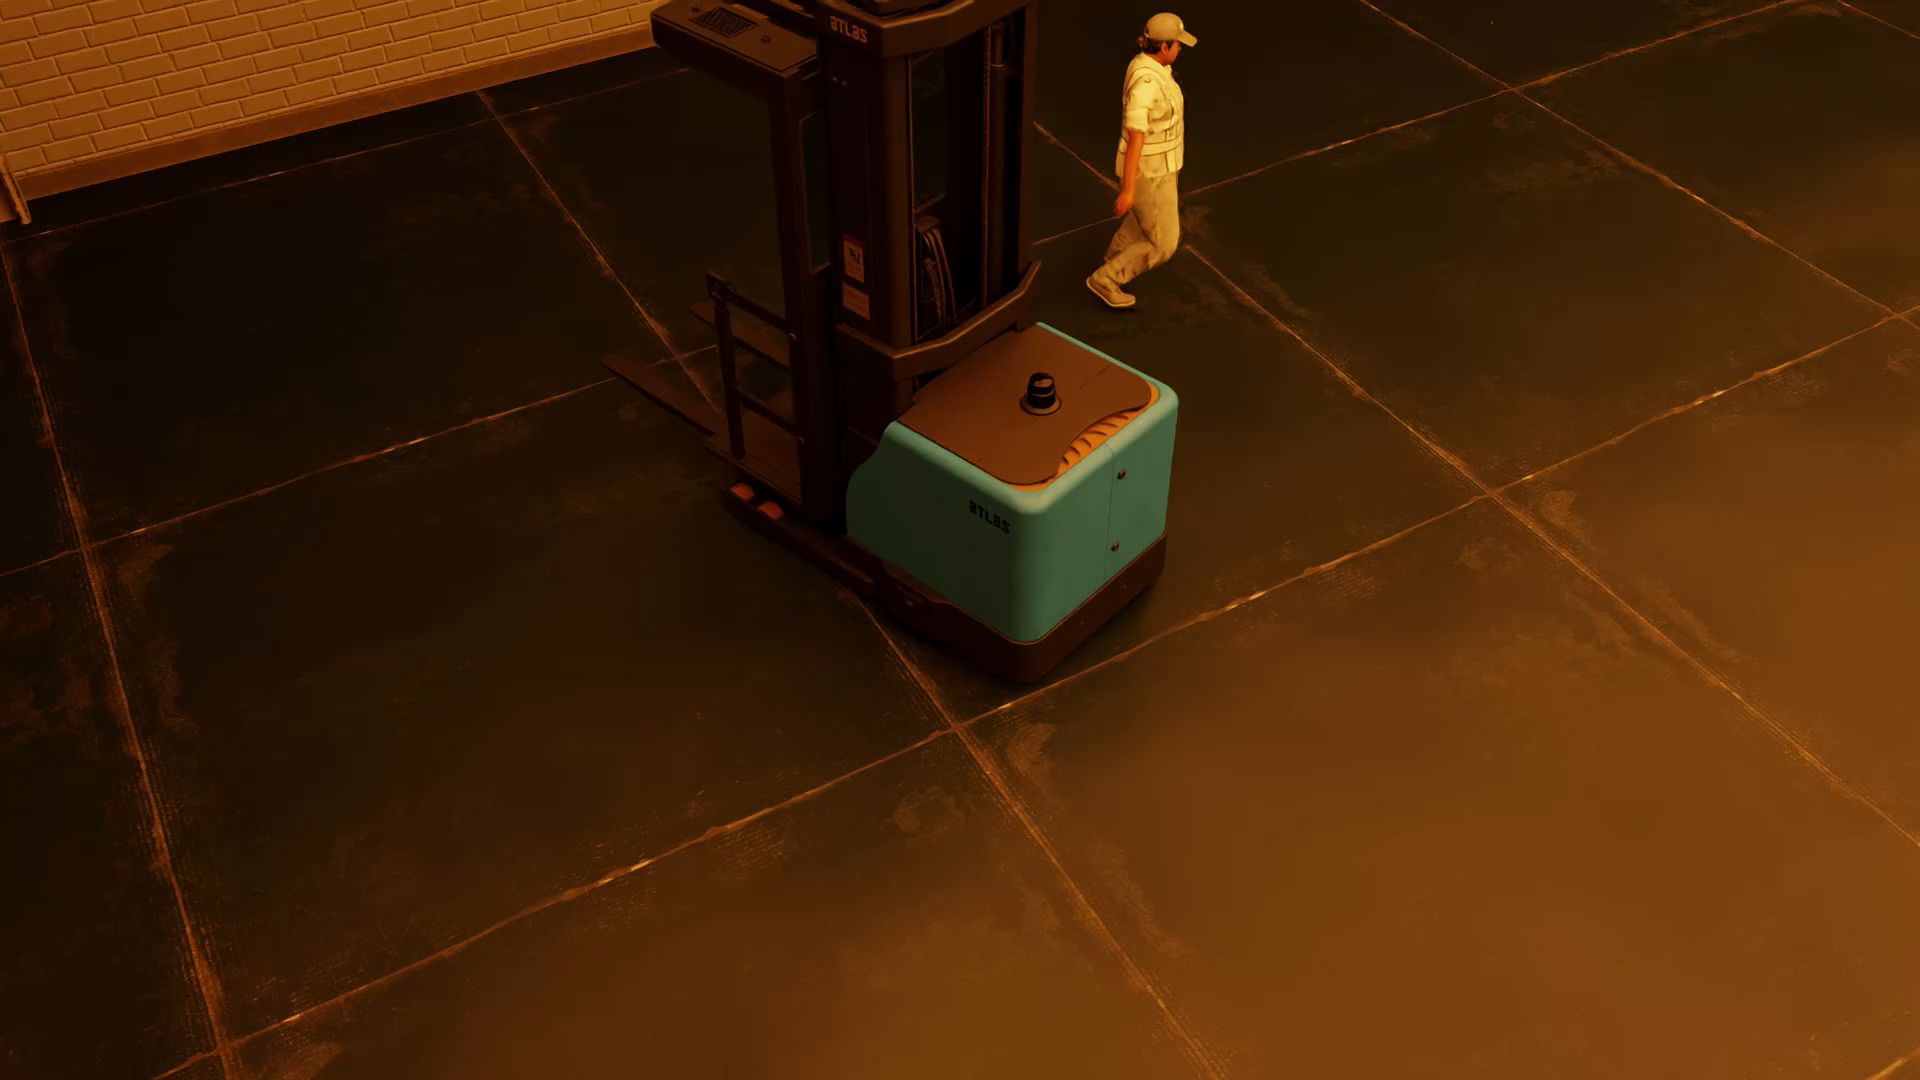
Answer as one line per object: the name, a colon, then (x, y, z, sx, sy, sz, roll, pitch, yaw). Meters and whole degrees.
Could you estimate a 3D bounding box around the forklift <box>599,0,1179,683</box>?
forklift: (-0.504, -1.331, 7.133, 3.031, 2.935, 1.130, 31, 51, 29)

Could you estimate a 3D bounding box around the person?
person: (0.966, -2.000, 8.857, 0.485, 1.590, 0.819, 7, 43, 7)
